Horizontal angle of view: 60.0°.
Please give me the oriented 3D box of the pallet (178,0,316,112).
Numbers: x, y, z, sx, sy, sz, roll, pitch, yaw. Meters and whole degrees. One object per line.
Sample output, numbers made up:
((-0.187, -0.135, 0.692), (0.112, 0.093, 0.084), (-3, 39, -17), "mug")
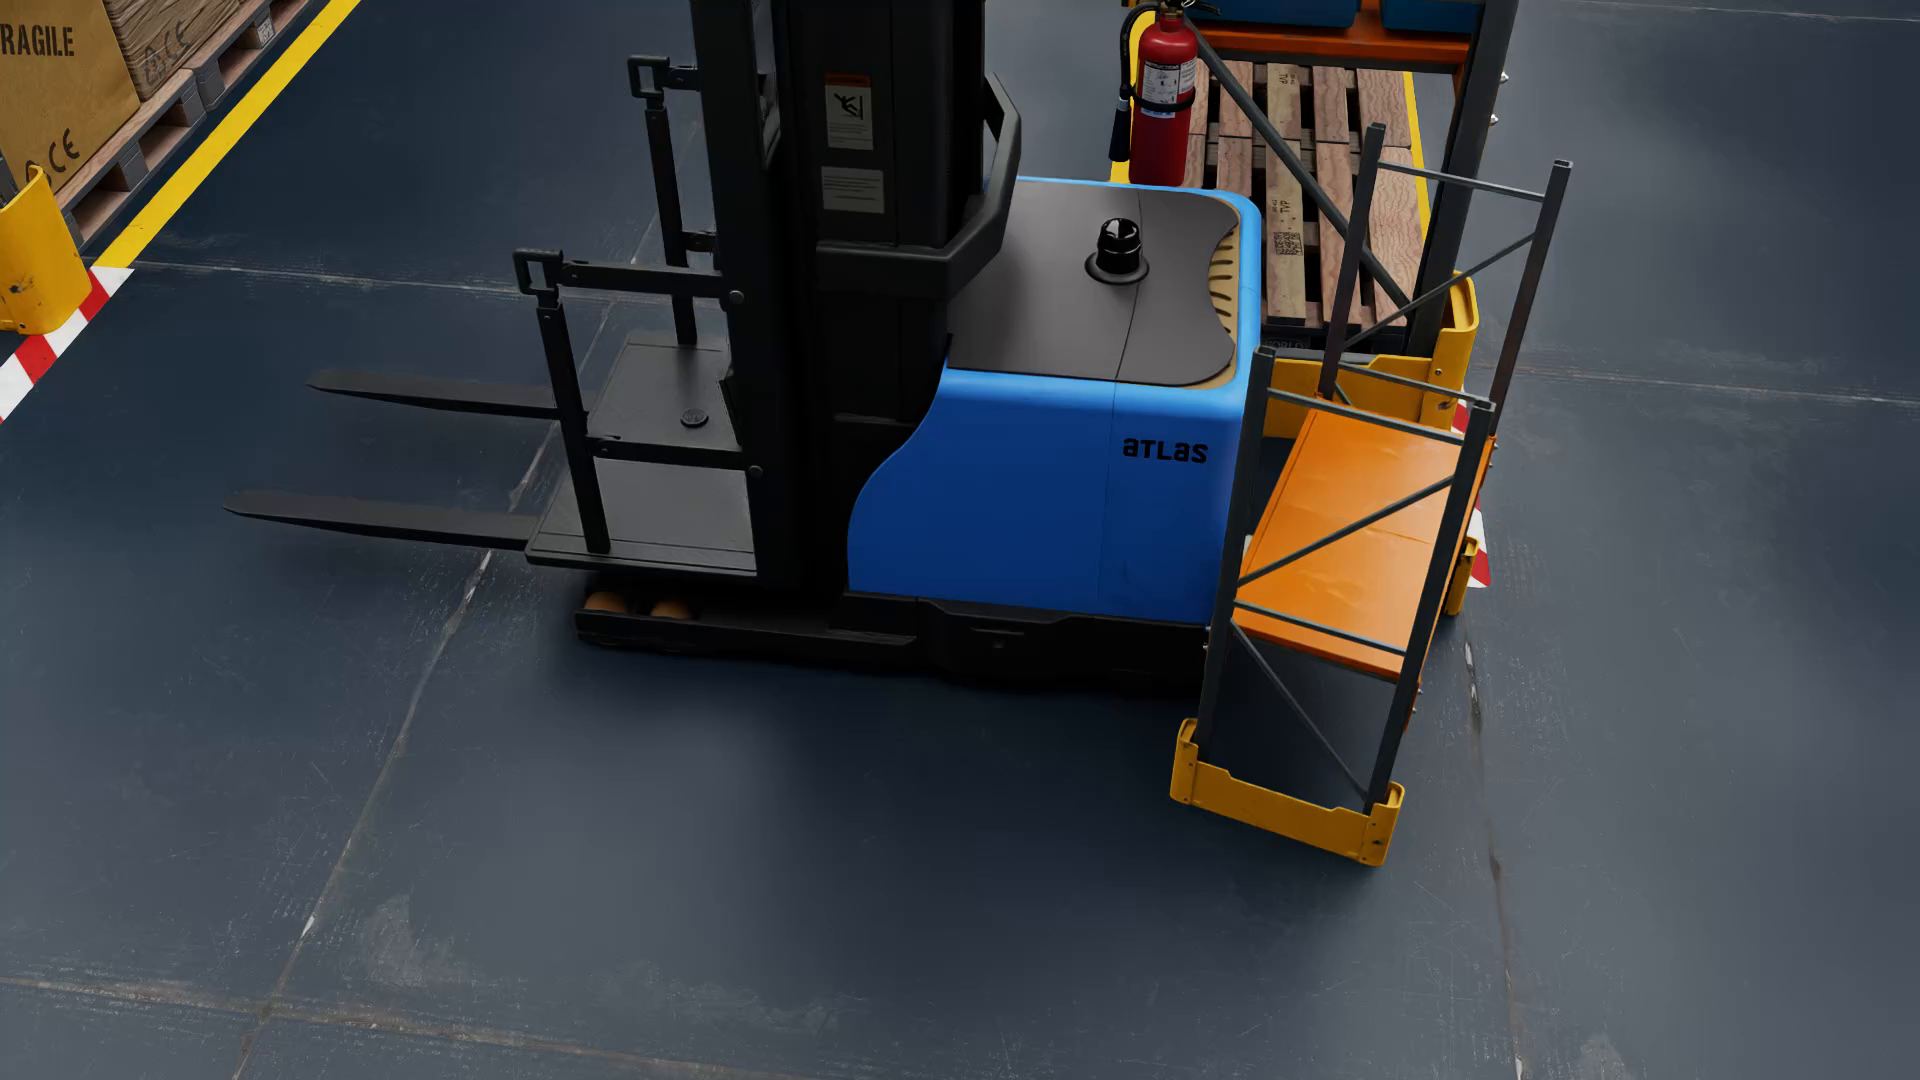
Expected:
((-3.654, -2.381, 7.611), (1.003, 0.211, 1.213), (5, 44, 6), "pallet")

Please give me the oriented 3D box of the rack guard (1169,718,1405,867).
((0.849, 0.662, 4.369), (0.587, 0.250, 0.087), (17, 46, 17), "rack guard")

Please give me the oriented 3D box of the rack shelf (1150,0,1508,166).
((1.328, -2.664, 6.405), (1.077, 0.370, 4.000), (5, 44, 6), "rack shelf")

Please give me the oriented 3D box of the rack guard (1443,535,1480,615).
((1.246, 0.034, 5.032), (0.587, 0.250, 0.087), (17, 46, 17), "rack guard")

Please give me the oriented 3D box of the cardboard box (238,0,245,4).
((-3.603, -3.063, 7.544), (0.875, 0.875, 0.875), (5, 44, 6), "cardboard box")

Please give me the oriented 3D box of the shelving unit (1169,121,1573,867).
((1.048, -0.105, 4.270), (0.587, 1.500, 1.083), (17, 46, 17), "shelving unit")

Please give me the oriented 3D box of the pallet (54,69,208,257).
((-3.818, -1.552, 6.735), (1.003, 0.211, 1.213), (5, 44, 6), "pallet")

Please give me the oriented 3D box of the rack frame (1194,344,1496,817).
((0.848, 0.209, 3.938), (0.500, 1.500, 0.032), (17, 46, 17), "rack frame")

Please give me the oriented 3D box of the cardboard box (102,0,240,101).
((-3.720, -2.457, 6.903), (0.875, 0.875, 0.875), (5, 44, 6), "cardboard box")

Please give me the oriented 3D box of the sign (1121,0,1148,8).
((0.516, -1.660, 4.703), (0.100, 0.325, 0.005), (5, 44, 6), "sign")

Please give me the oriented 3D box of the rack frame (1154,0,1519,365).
((1.064, -1.562, 4.718), (1.000, 3.000, 0.127), (5, 44, 6), "rack frame")

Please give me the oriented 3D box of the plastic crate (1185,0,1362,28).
((0.923, -1.842, 4.944), (0.616, 0.435, 0.499), (5, 44, 6), "plastic crate")

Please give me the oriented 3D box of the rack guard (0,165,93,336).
((-3.849, -1.088, 6.036), (1.175, 0.500, 0.348), (5, 44, 6), "rack guard")

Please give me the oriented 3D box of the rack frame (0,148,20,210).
((-3.846, -2.012, 5.194), (1.000, 3.000, 0.127), (5, 44, 6), "rack frame")

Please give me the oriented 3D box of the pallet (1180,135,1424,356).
((1.211, -1.108, 6.267), (1.003, 0.211, 1.213), (5, 44, 6), "pallet")

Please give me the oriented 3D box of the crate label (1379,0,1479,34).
((1.423, -1.661, 4.901), (0.416, 0.233, 0.303), (5, 44, 6), "crate label")

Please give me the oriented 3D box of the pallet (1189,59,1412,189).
((1.375, -1.937, 7.142), (1.003, 0.211, 1.213), (5, 44, 6), "pallet")

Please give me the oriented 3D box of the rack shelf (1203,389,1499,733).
((1.051, 0.019, 4.400), (0.538, 0.185, 1.000), (17, 46, 17), "rack shelf")

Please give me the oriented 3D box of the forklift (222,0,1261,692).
((-0.690, -1.088, 4.267), (3.031, 2.935, 1.130), (5, 44, 6), "forklift")

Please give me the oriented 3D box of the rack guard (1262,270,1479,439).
((1.073, -0.637, 5.559), (1.175, 0.500, 0.348), (5, 44, 6), "rack guard")

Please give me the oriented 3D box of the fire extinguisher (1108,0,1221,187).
((0.593, -1.337, 4.808), (0.296, 0.674, 0.183), (5, 44, 6), "fire extinguisher")

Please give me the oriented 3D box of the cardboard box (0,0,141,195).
((-3.841, -1.837, 6.248), (0.875, 0.875, 0.875), (5, 44, 6), "cardboard box")

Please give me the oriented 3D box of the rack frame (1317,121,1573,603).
((1.254, -0.432, 4.615), (0.500, 1.500, 0.032), (17, 46, 17), "rack frame")
